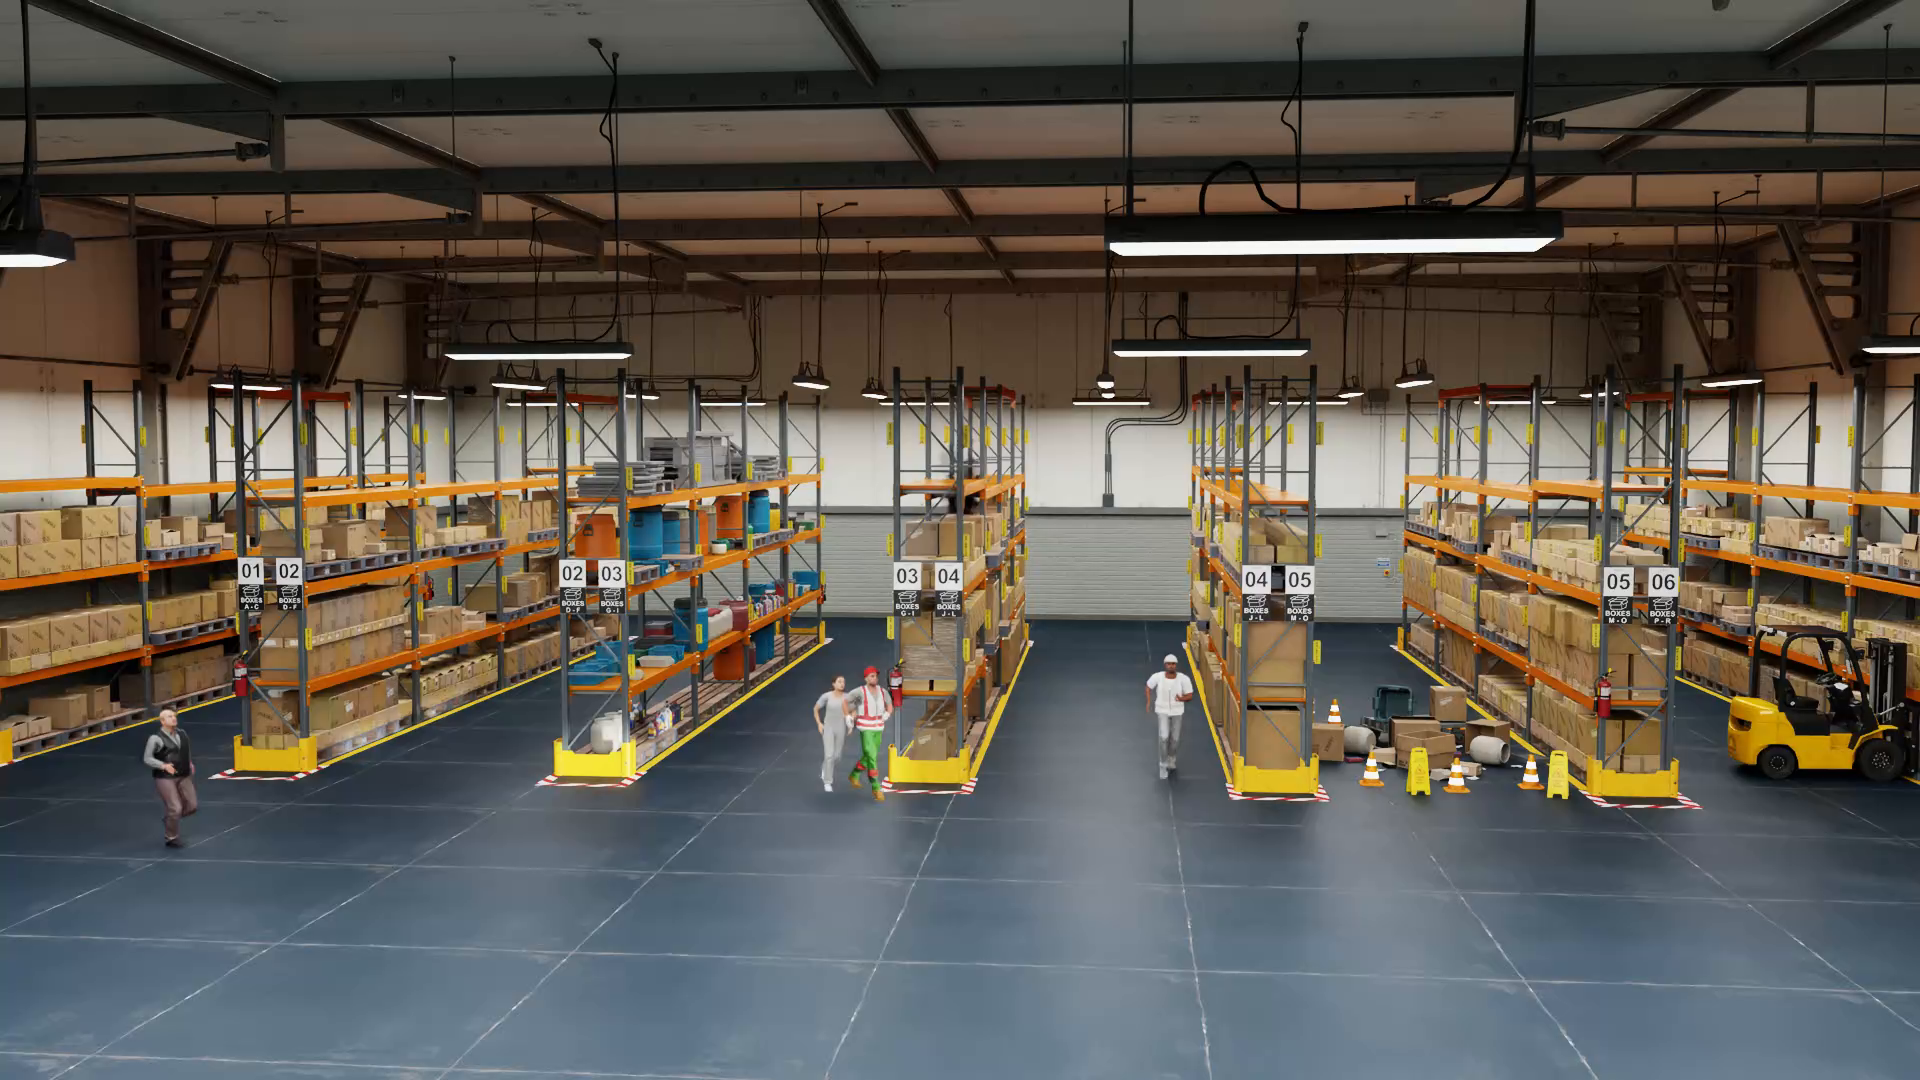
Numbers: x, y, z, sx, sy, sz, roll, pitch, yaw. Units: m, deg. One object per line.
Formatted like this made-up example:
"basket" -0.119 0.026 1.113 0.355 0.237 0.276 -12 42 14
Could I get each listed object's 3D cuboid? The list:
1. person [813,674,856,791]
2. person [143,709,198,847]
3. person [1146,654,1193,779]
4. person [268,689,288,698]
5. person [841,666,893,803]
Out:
"person" -1.789 2.723 23.749 0.615 1.636 0.597 -1 4 -15
"person" -9.609 2.902 20.297 0.604 1.673 0.656 2 4 27
"person" 3.101 2.597 24.597 0.681 1.830 0.753 0 4 1
"person" -11.656 2.361 28.620 0.656 1.745 0.615 0 4 1
"person" -1.241 2.668 23.162 0.736 1.816 0.927 -3 5 -40
